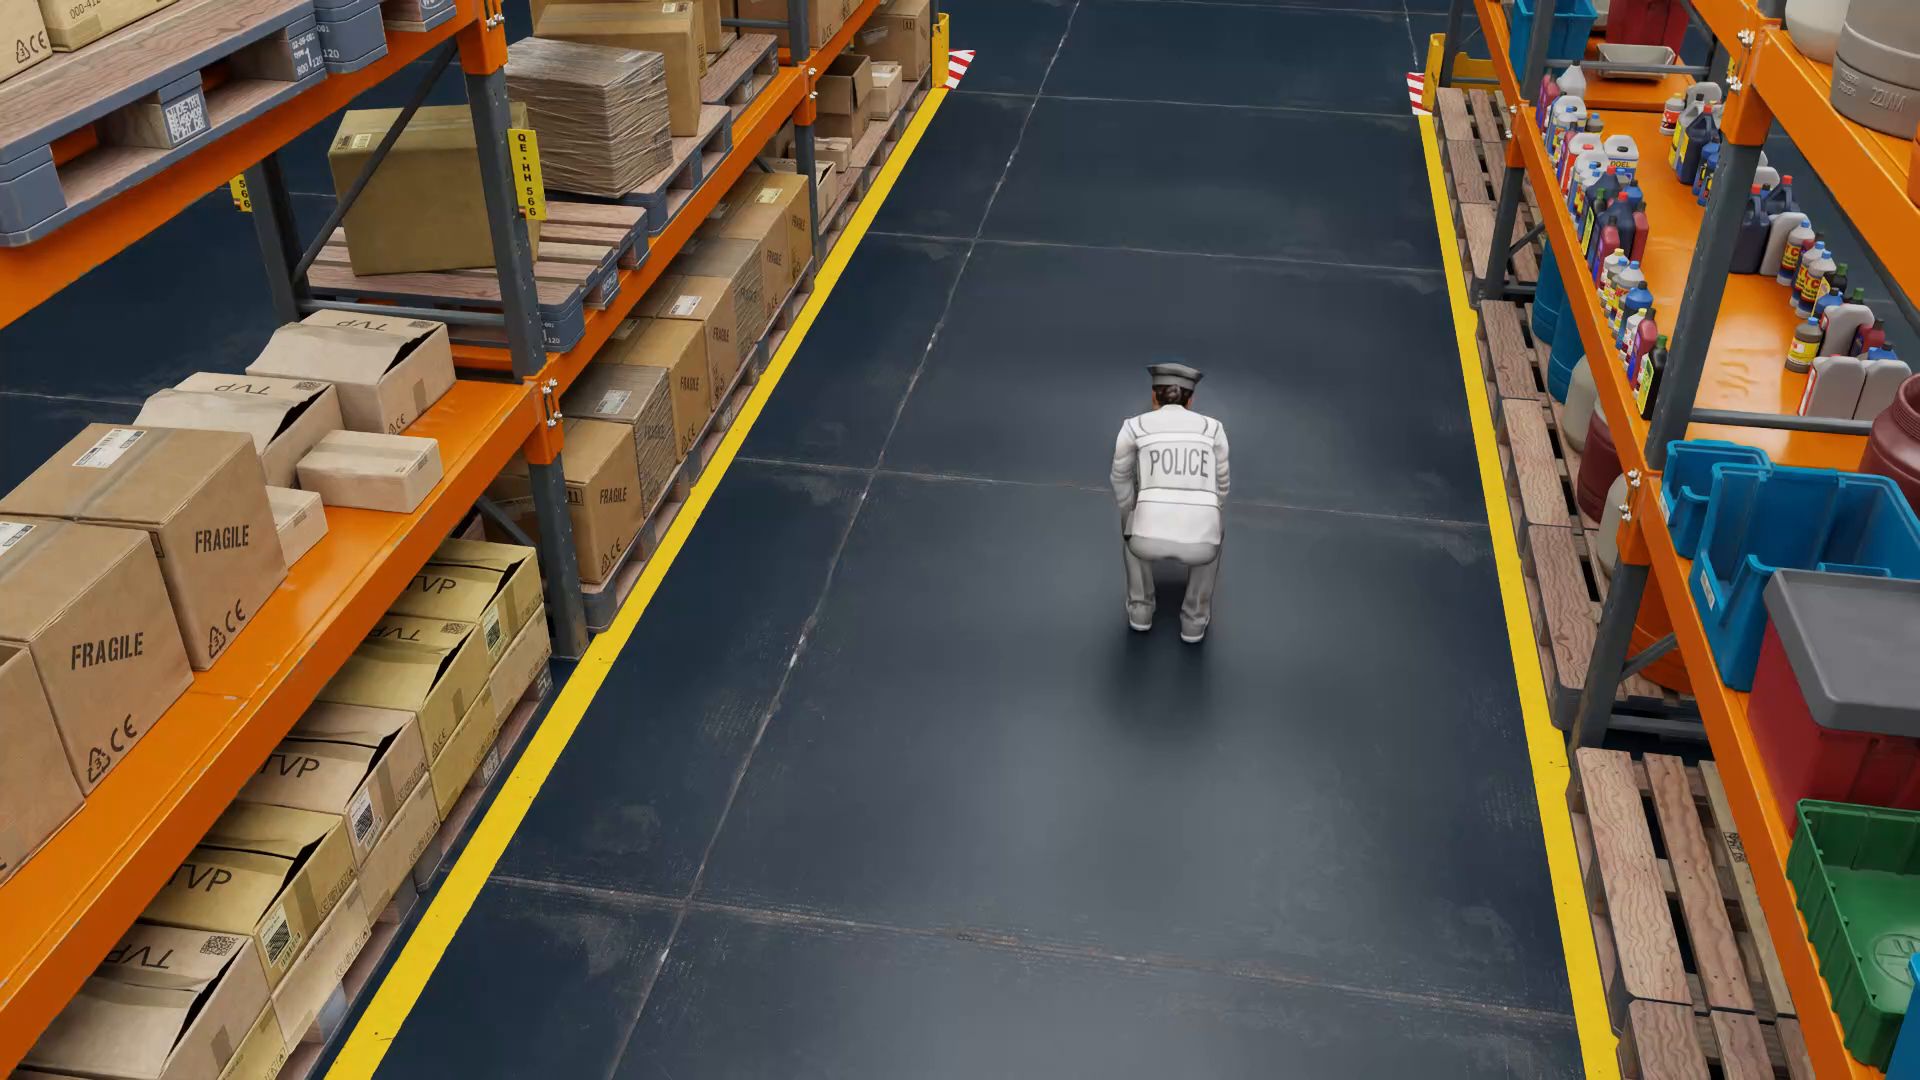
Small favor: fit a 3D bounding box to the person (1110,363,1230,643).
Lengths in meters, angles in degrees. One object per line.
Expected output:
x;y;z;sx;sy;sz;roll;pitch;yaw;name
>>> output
0.863;-0.149;6.925;0.504;1.073;0.815;5;33;8;person
